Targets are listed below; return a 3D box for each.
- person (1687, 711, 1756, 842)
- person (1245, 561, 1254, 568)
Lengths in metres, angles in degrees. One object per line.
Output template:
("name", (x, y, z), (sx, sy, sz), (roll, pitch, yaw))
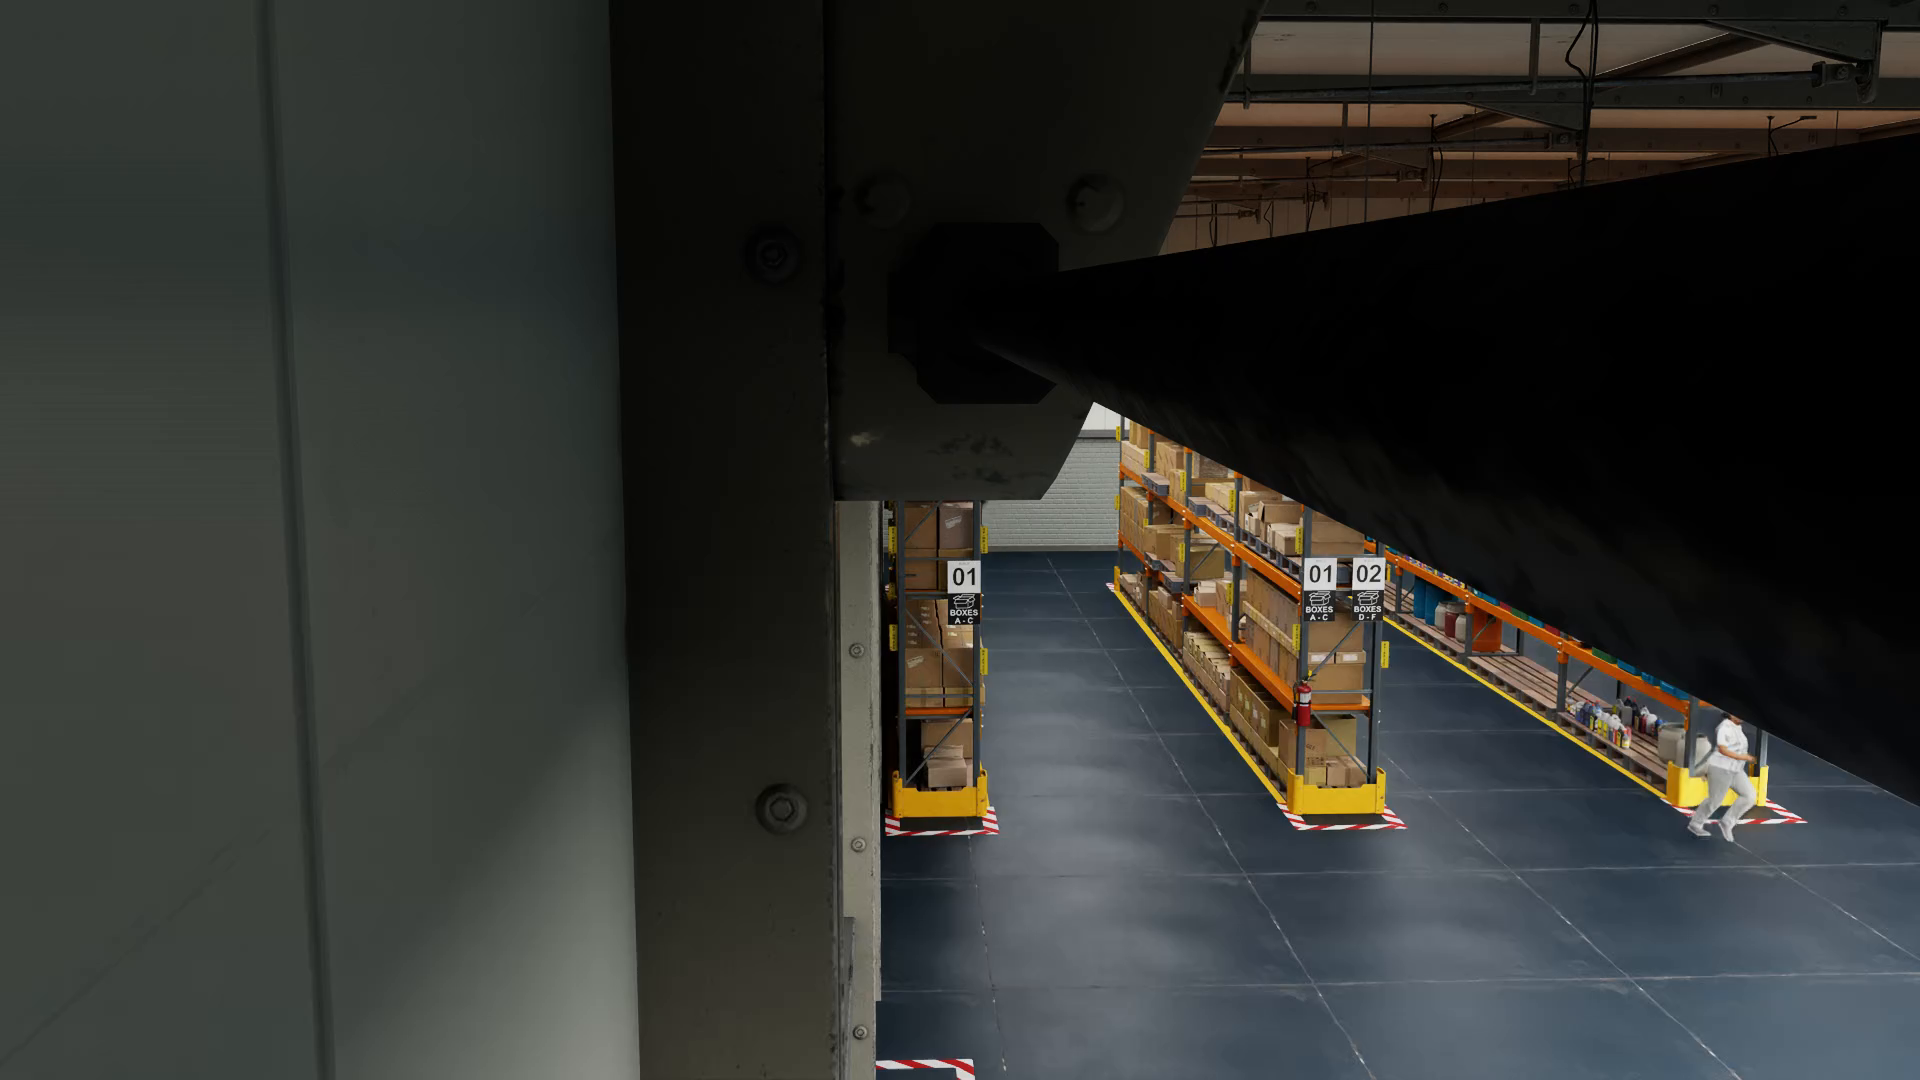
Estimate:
("person", (9.045, 2.728, 19.635), (0.679, 1.654, 0.652), (8, 11, 43))
("person", (6.135, 0.609, 34.048), (0.657, 1.659, 0.702), (-2, 8, -12))
